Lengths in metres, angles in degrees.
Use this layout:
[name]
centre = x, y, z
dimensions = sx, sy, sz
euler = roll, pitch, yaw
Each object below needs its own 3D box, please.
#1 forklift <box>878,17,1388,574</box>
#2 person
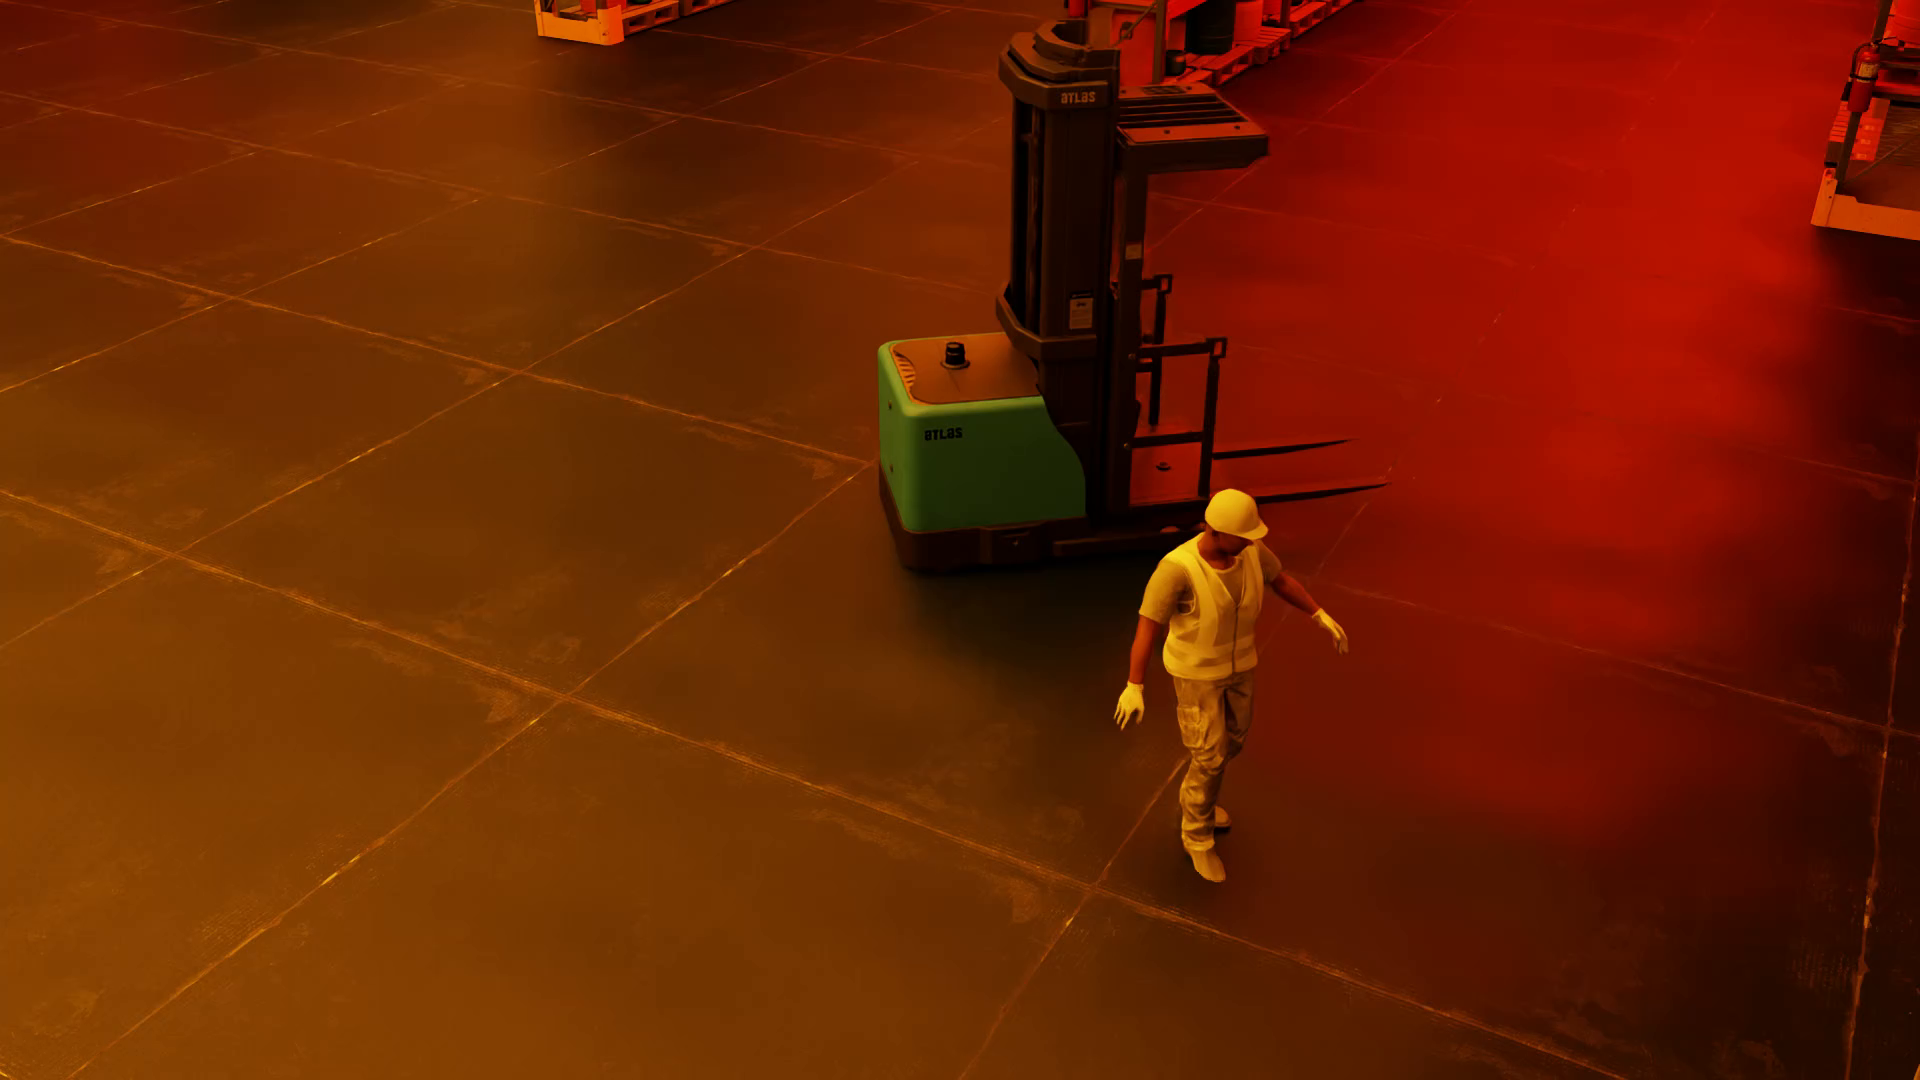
[forklift]
centre = 1.066, -1.436, 9.558
dimensions = 3.031, 2.935, 1.130
euler = -6, 30, -10
[person]
centre = 1.144, 0.622, 7.218
dimensions = 1.026, 1.807, 0.583
euler = -17, 34, -27
